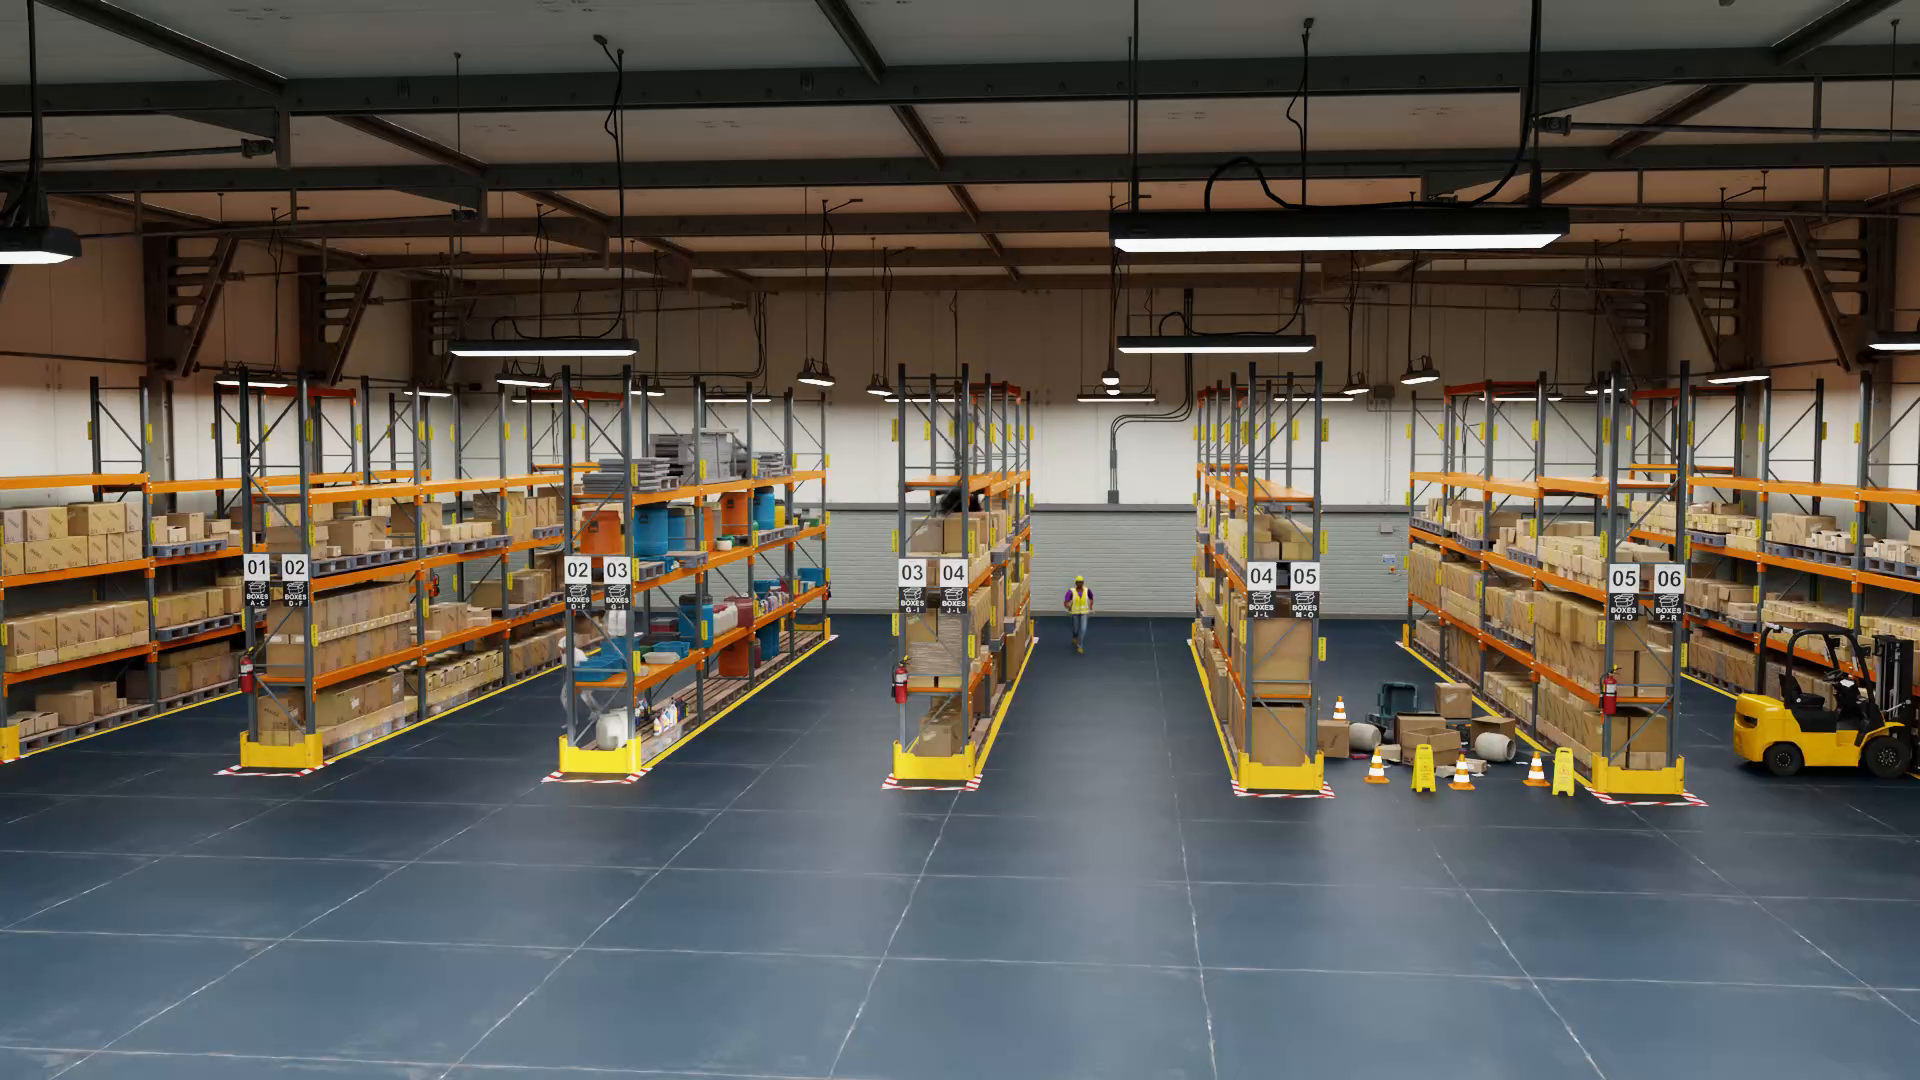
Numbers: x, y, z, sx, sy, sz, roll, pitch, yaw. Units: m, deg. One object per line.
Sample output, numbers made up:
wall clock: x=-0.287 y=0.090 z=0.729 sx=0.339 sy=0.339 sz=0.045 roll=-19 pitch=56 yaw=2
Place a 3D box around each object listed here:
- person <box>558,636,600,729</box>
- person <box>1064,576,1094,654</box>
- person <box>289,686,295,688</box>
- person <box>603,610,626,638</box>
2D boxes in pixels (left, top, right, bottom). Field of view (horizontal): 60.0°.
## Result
person: x=-6.466 y=2.377 z=28.332 sx=0.719 sy=1.589 sz=1.126 roll=2 pitch=4 yaw=28
person: x=2.739 y=1.698 z=38.128 sx=0.706 sy=1.757 sz=0.823 roll=0 pitch=4 yaw=-3
person: x=-11.591 y=2.259 z=29.222 sx=0.700 sy=1.722 sz=0.672 roll=-1 pitch=4 yaw=-9
person: x=-7.054 y=1.939 z=34.346 sx=0.647 sy=1.751 sz=0.828 roll=0 pitch=4 yaw=-5
